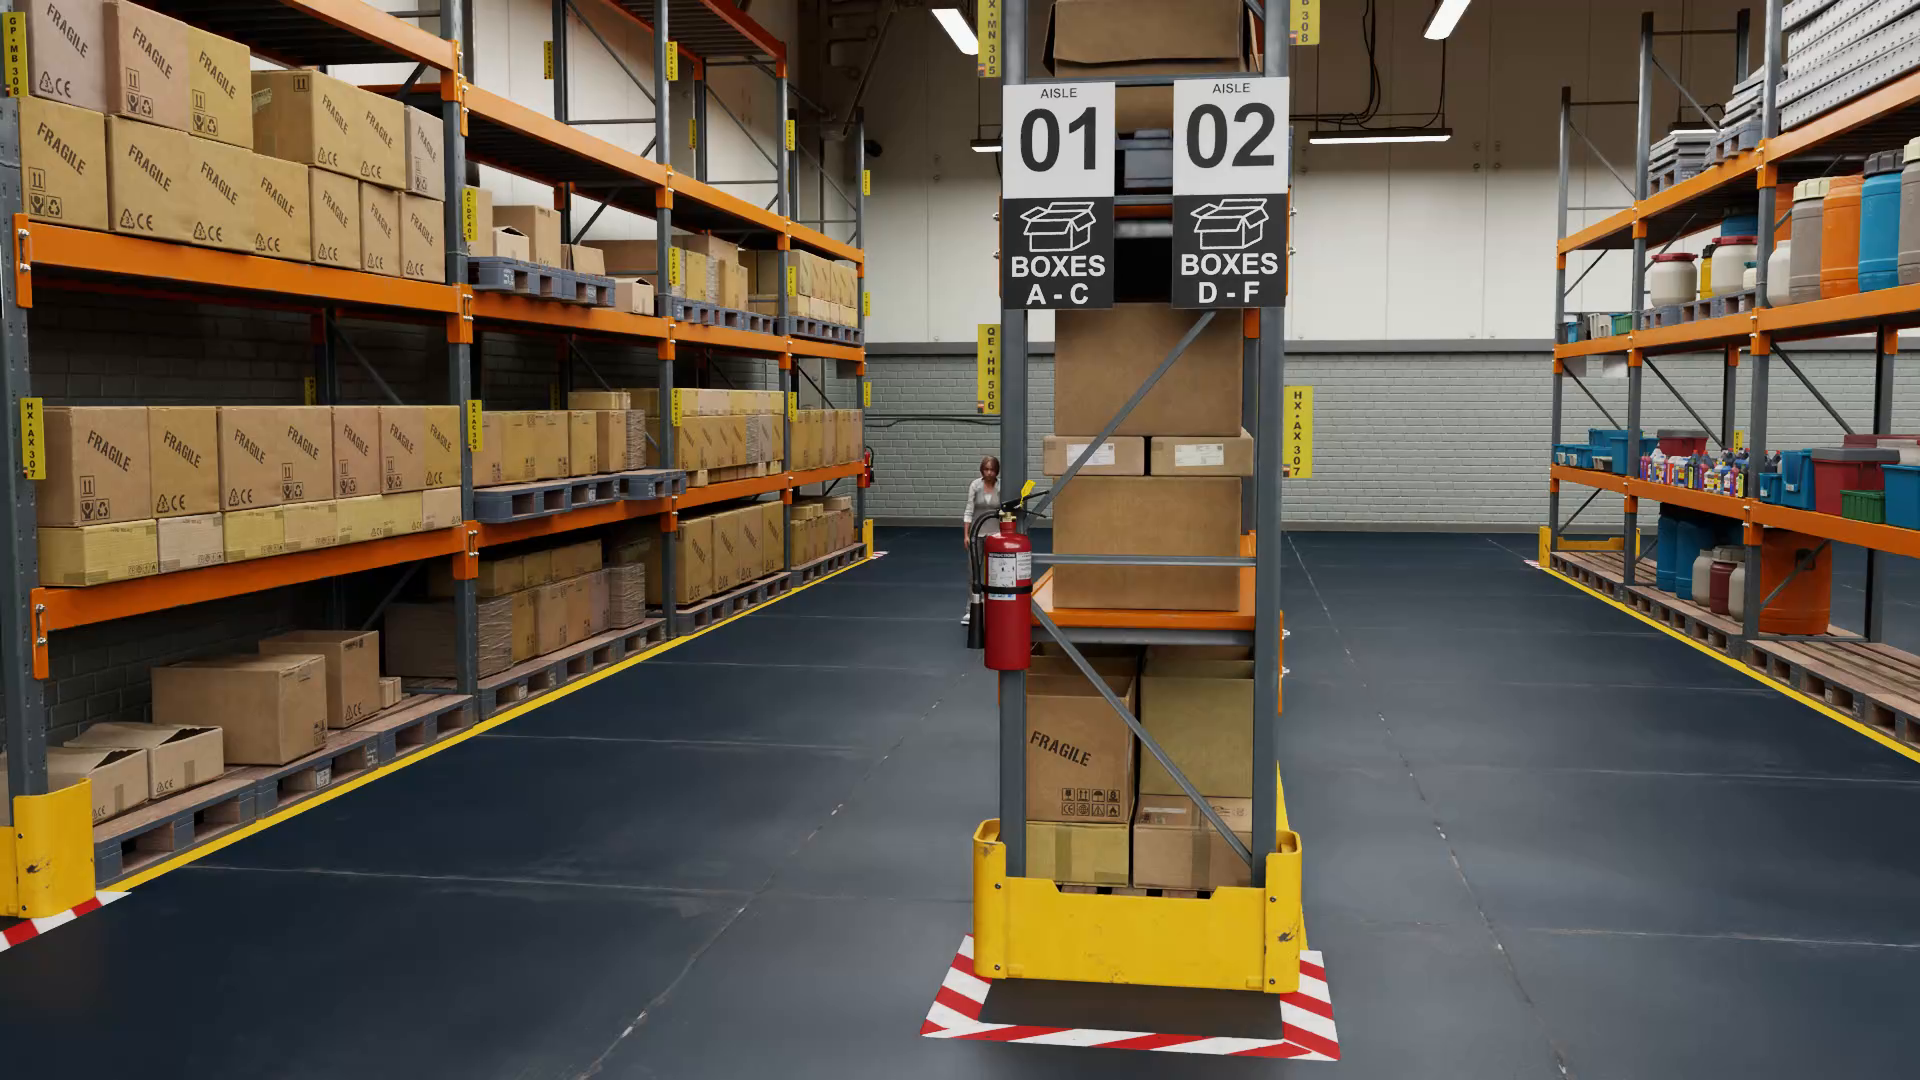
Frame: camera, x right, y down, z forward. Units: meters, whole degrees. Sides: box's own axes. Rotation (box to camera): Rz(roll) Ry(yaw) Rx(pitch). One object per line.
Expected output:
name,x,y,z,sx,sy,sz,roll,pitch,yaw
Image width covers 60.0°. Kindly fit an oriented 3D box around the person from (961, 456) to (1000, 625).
person,0.260,0.000,15.641,0.483,1.591,0.347,0,5,5
